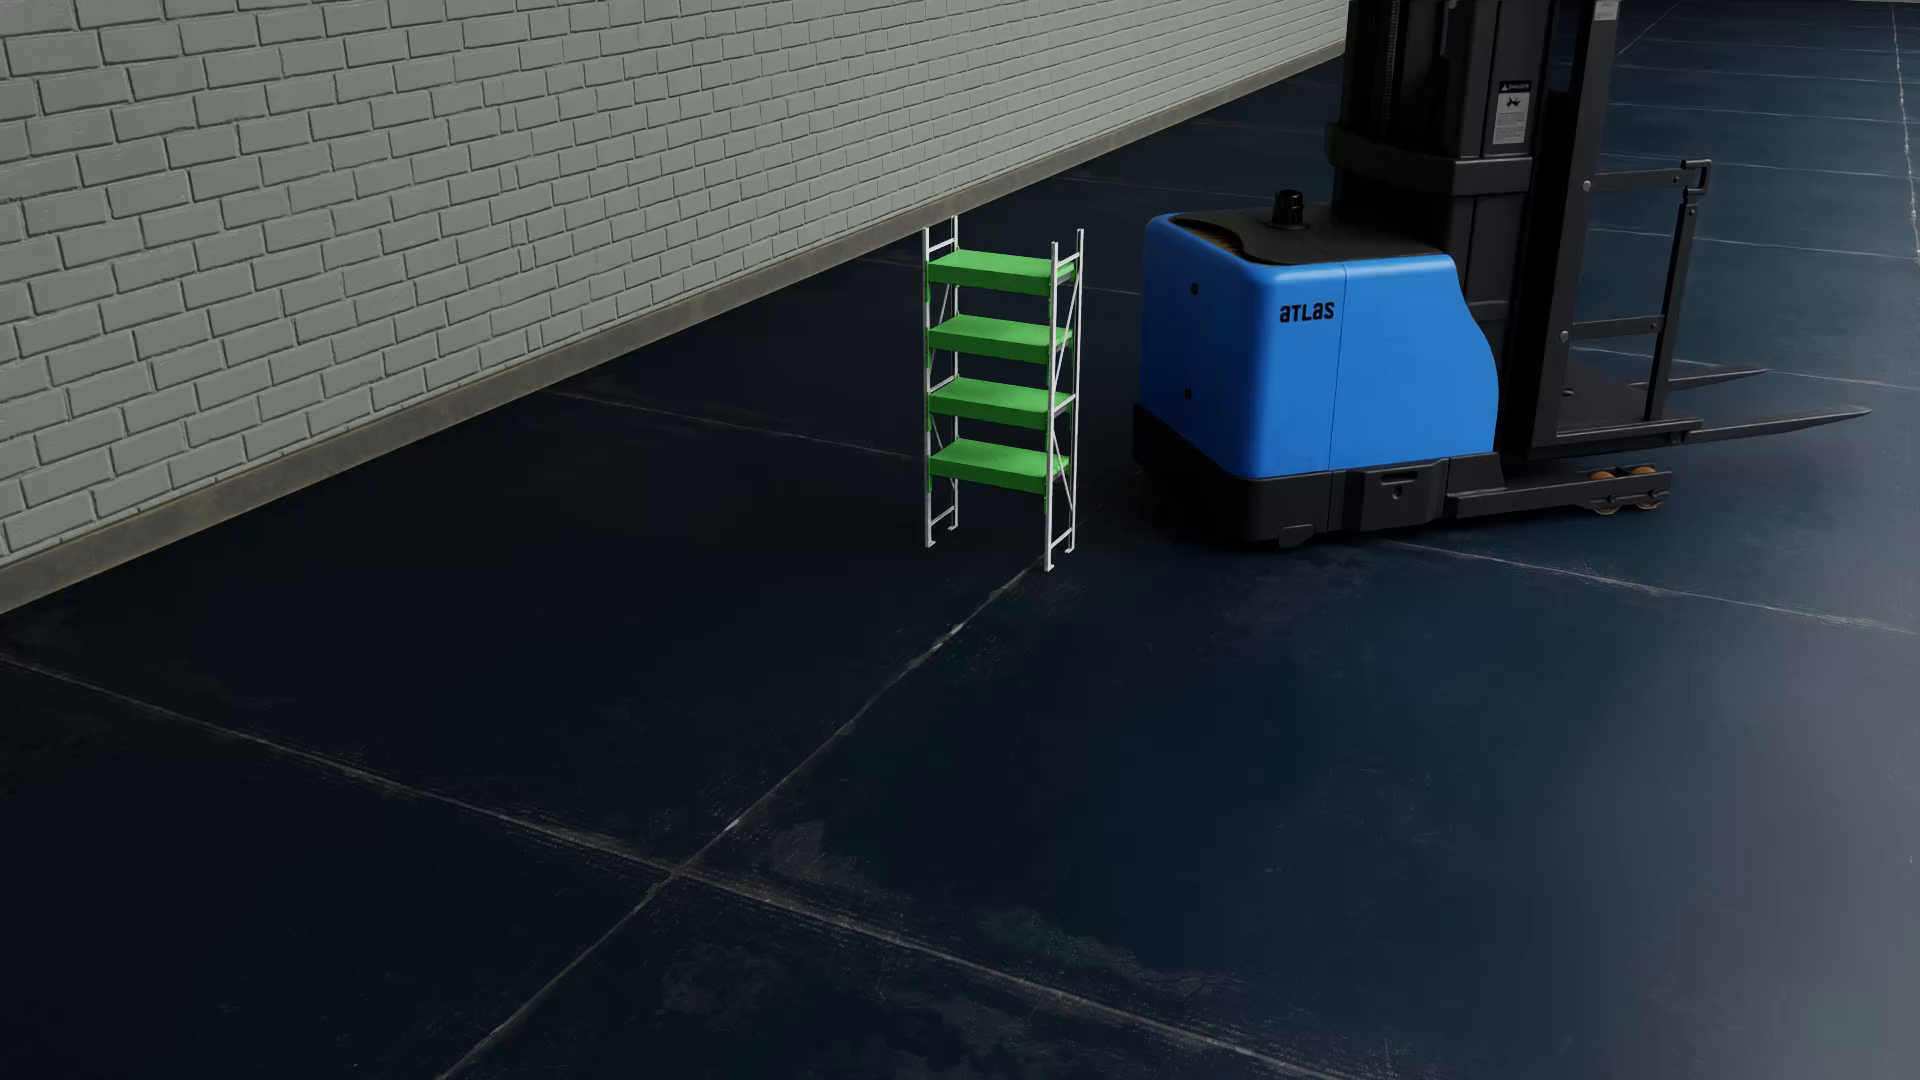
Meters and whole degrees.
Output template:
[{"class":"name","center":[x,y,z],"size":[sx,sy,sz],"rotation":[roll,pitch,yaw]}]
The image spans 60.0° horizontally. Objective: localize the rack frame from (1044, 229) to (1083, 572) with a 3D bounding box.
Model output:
[{"class":"rack frame","center":[0.365,-0.480,5.879],"size":[0.015,1.200,0.240],"rotation":[11,25,25]}]

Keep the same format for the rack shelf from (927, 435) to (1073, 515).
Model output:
[{"class":"rack shelf","center":[0.148,-0.243,6.099],"size":[0.480,0.148,0.258],"rotation":[11,25,25]}]

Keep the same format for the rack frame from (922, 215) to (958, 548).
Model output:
[{"class":"rack frame","center":[-0.070,-0.566,6.081],"size":[0.015,1.200,0.240],"rotation":[11,25,25]}]

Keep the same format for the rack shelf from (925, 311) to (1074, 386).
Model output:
[{"class":"rack shelf","center":[0.148,-0.685,5.911],"size":[0.480,0.148,0.258],"rotation":[11,25,25]}]

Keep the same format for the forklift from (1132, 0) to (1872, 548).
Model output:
[{"class":"forklift","center":[2.290,-1.637,6.387],"size":[3.031,2.935,1.130],"rotation":[-7,24,-16]}]

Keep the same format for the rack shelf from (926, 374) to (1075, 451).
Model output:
[{"class":"rack shelf","center":[0.148,-0.464,6.005],"size":[0.480,0.148,0.258],"rotation":[11,25,25]}]

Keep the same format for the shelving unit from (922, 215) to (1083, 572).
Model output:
[{"class":"shelving unit","center":[0.148,-0.523,5.980],"size":[0.503,1.200,0.258],"rotation":[11,25,25]}]

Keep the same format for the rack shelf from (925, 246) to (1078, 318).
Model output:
[{"class":"rack shelf","center":[0.148,-0.906,5.817],"size":[0.480,0.148,0.258],"rotation":[11,25,25]}]
